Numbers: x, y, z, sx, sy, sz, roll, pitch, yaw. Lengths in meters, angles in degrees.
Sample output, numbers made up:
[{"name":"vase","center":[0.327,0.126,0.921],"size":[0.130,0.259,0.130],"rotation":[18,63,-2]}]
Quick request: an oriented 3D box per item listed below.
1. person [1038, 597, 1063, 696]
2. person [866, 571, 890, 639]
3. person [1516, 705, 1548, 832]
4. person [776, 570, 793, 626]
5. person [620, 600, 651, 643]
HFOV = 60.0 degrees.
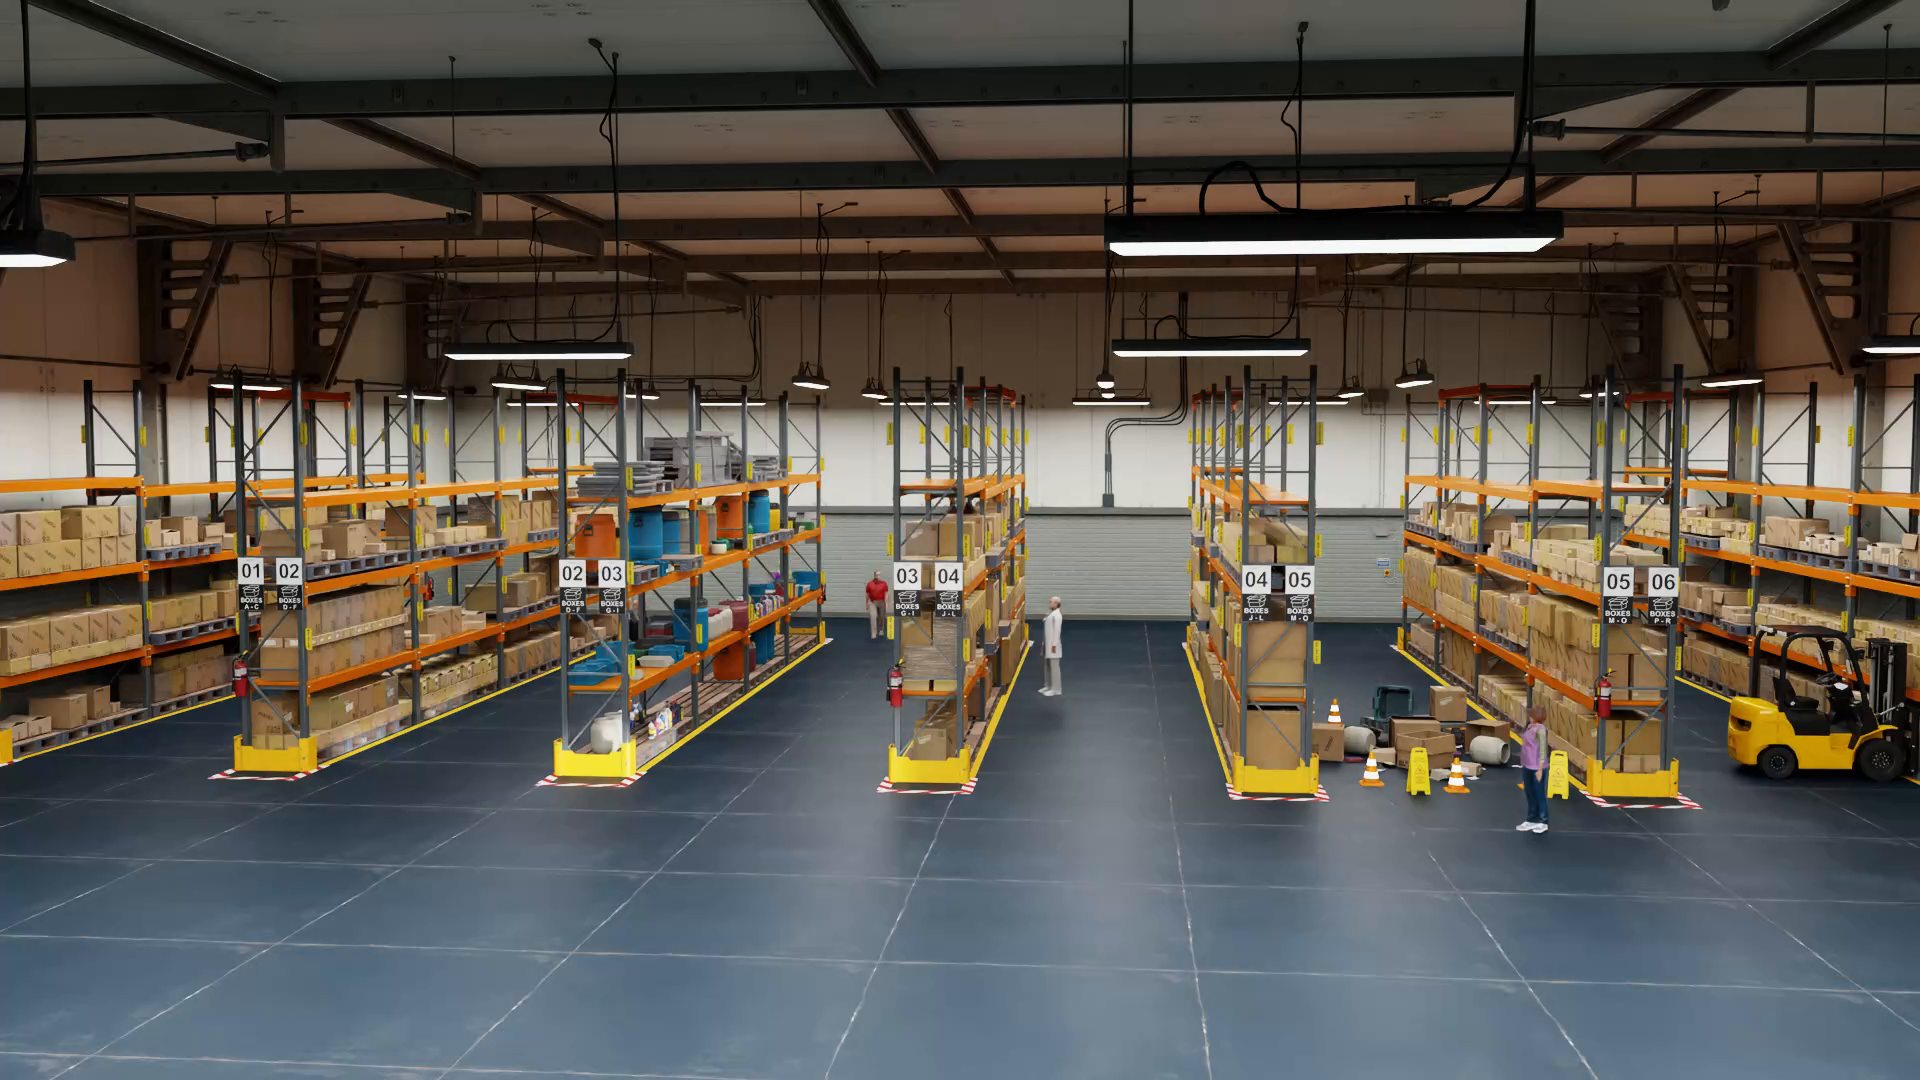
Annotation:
[{"name":"person","center":[1.647,1.925,30.368],"size":[0.415,1.783,0.620],"rotation":[-1,4,-17]},{"name":"person","center":[-2.037,1.599,41.155],"size":[0.573,1.667,1.067],"rotation":[0,4,-7]},{"name":"person","center":[7.277,2.895,21.053],"size":[0.358,1.625,0.451],"rotation":[-1,4,-15]},{"name":"person","center":[-4.577,1.388,43.782],"size":[0.472,1.758,0.633],"rotation":[1,4,16]},{"name":"person","center":[-6.545,2.068,33.842],"size":[0.746,1.702,0.992],"rotation":[0,4,5]}]
